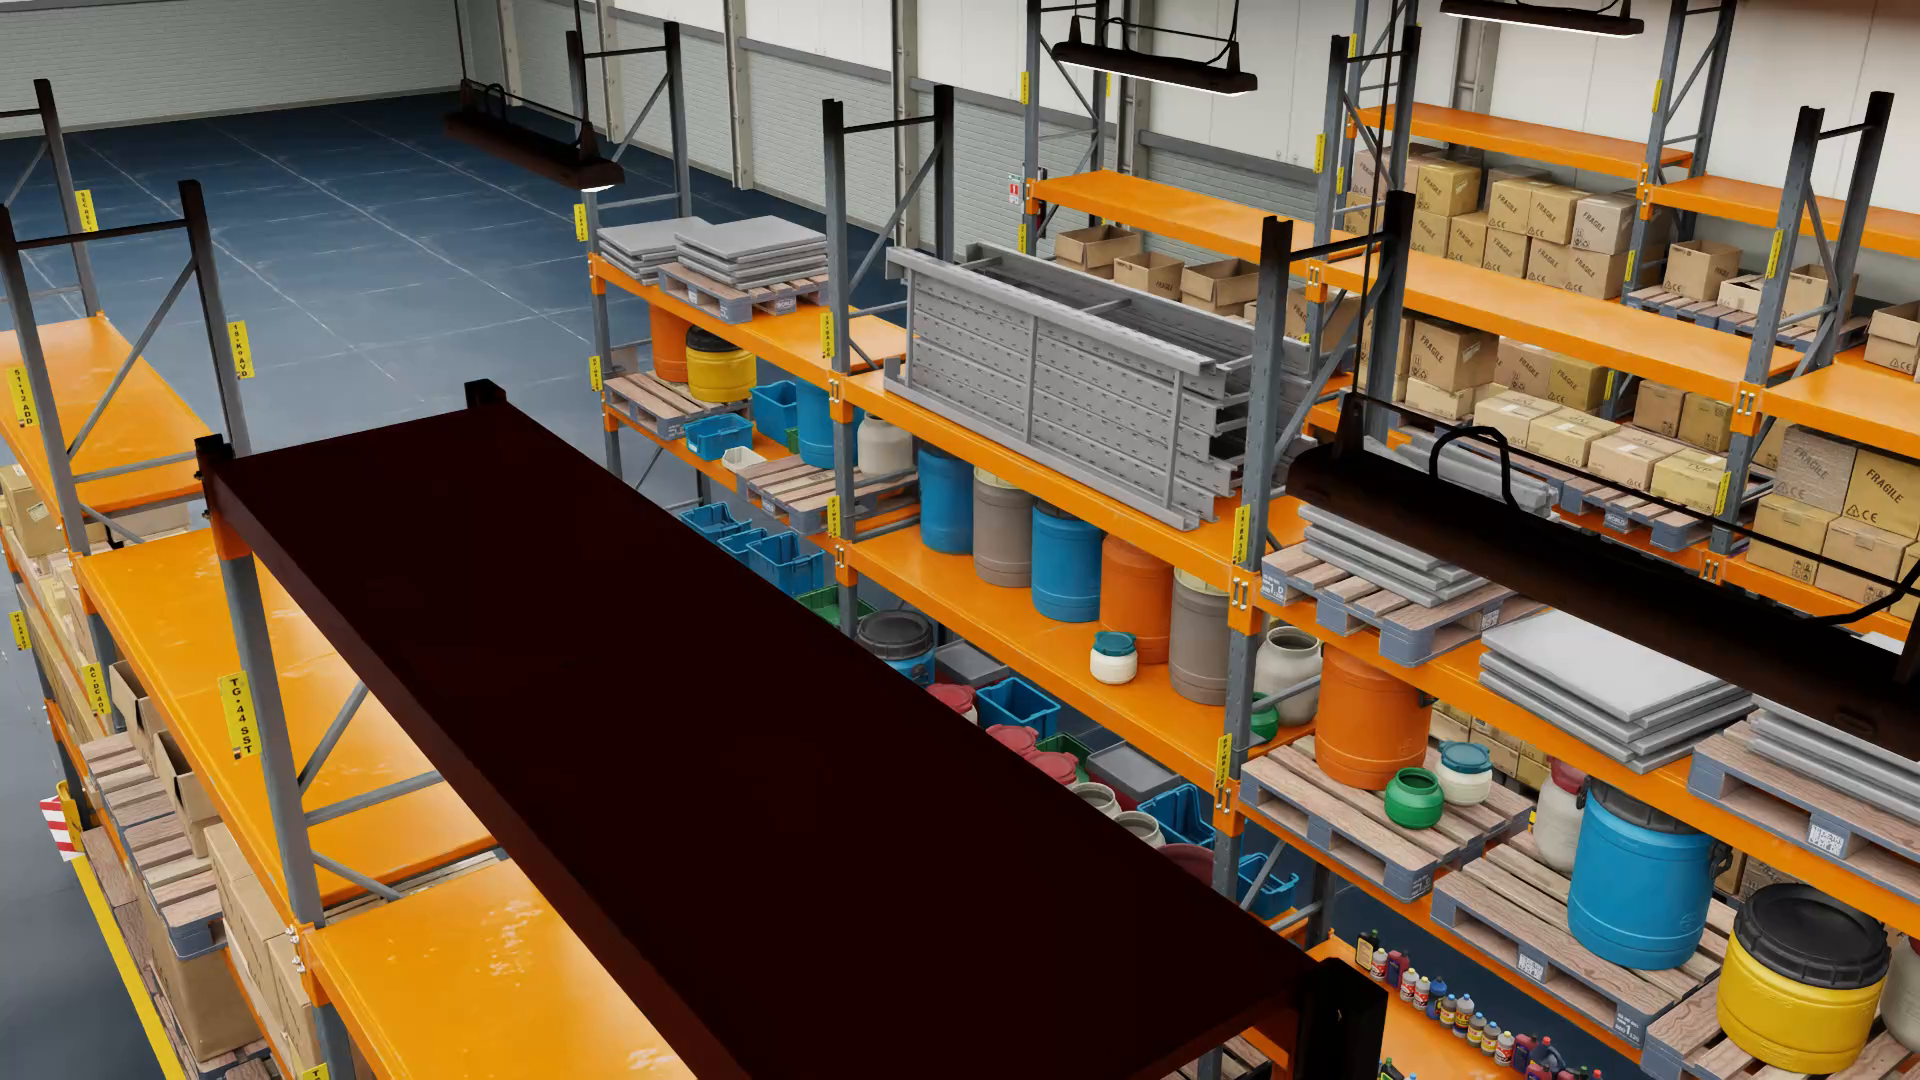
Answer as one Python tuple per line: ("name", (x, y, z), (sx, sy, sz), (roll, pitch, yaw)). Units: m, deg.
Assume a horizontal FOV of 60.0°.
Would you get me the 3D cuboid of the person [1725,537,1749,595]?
("person", (7.602, 0.343, 16.319), (0.442, 1.579, 0.431), (-7, 26, -15))
